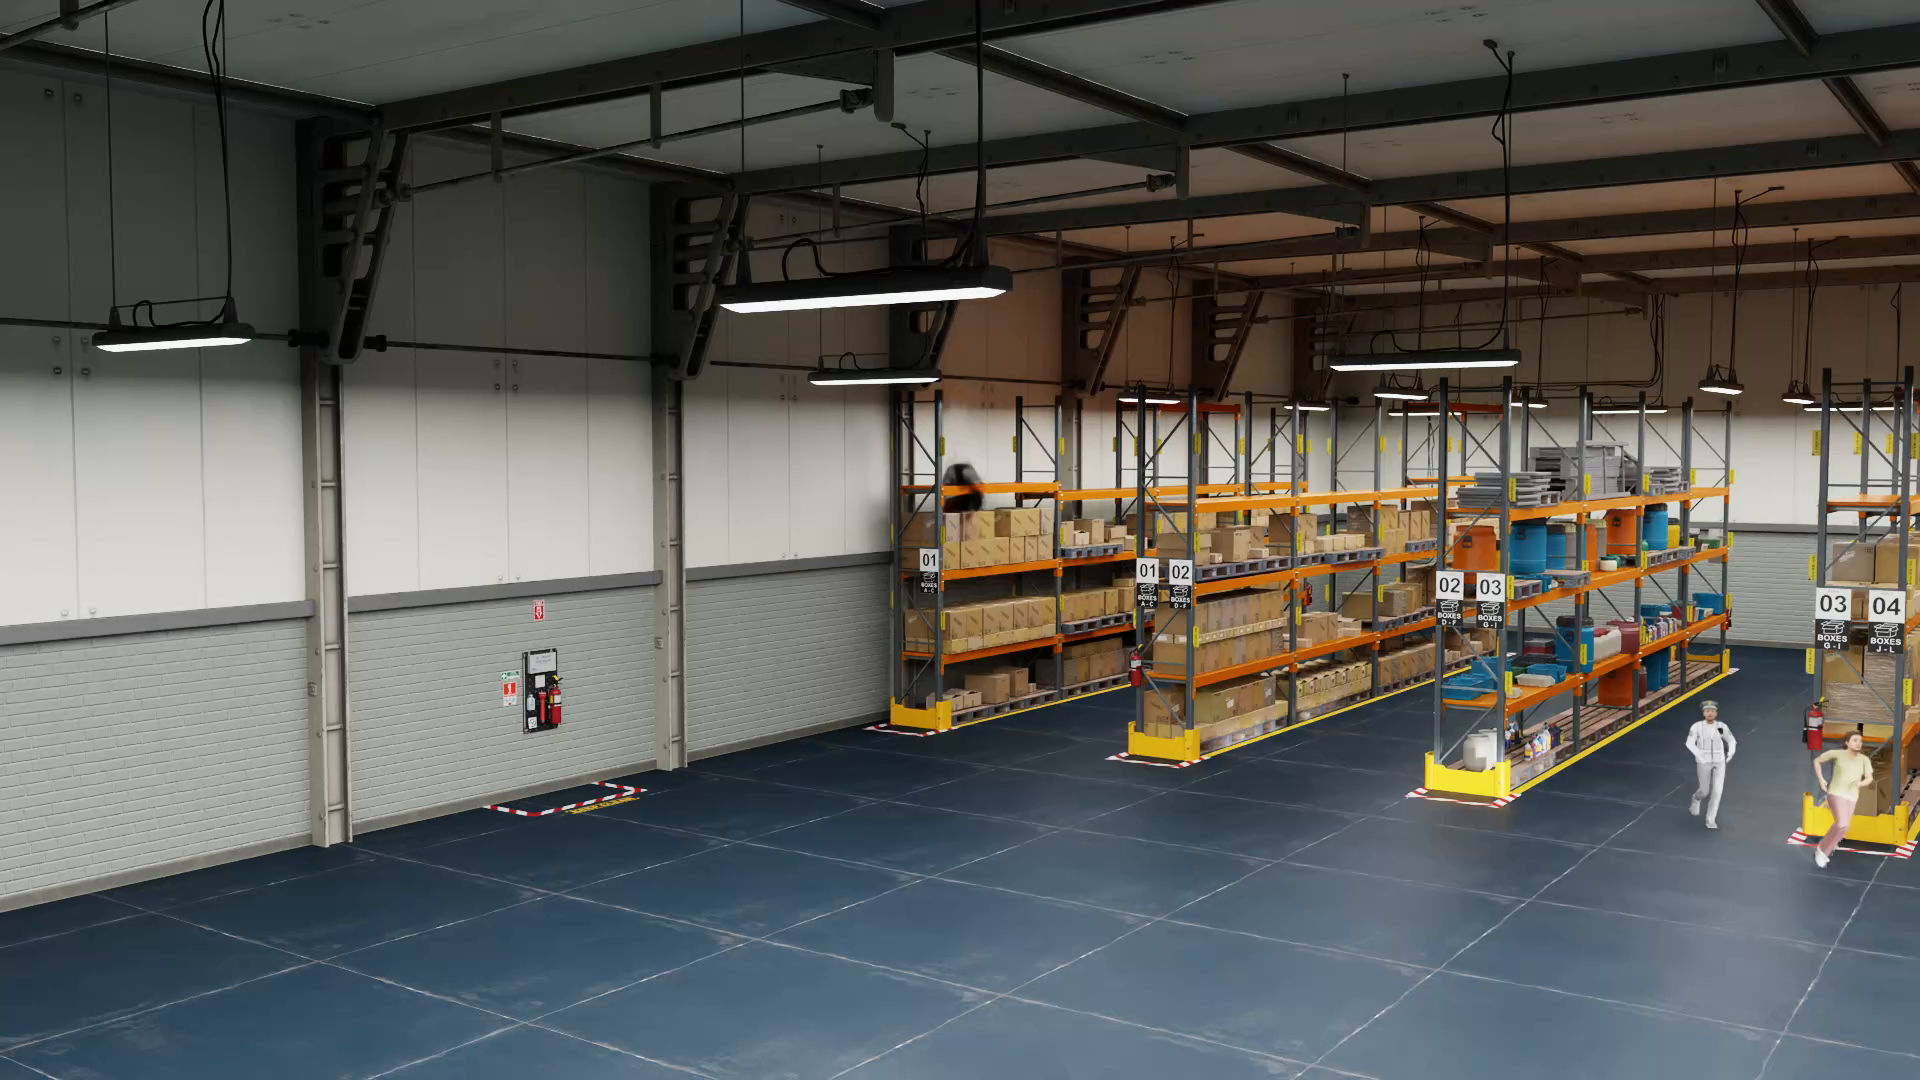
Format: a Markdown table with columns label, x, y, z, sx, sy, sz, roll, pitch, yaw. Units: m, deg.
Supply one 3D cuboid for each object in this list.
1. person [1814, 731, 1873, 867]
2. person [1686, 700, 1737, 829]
| label | x | y | z | sx | sy | sz | roll | pitch | yaw |
| --- | --- | --- | --- | --- | --- | --- | --- | --- | --- |
| person | 10.490 | 3.064 | 19.771 | 0.624 | 1.626 | 0.634 | 0 | 3 | -3 |
| person | 9.947 | 2.949 | 21.965 | 0.627 | 1.644 | 0.678 | 1 | 3 | 16 |
